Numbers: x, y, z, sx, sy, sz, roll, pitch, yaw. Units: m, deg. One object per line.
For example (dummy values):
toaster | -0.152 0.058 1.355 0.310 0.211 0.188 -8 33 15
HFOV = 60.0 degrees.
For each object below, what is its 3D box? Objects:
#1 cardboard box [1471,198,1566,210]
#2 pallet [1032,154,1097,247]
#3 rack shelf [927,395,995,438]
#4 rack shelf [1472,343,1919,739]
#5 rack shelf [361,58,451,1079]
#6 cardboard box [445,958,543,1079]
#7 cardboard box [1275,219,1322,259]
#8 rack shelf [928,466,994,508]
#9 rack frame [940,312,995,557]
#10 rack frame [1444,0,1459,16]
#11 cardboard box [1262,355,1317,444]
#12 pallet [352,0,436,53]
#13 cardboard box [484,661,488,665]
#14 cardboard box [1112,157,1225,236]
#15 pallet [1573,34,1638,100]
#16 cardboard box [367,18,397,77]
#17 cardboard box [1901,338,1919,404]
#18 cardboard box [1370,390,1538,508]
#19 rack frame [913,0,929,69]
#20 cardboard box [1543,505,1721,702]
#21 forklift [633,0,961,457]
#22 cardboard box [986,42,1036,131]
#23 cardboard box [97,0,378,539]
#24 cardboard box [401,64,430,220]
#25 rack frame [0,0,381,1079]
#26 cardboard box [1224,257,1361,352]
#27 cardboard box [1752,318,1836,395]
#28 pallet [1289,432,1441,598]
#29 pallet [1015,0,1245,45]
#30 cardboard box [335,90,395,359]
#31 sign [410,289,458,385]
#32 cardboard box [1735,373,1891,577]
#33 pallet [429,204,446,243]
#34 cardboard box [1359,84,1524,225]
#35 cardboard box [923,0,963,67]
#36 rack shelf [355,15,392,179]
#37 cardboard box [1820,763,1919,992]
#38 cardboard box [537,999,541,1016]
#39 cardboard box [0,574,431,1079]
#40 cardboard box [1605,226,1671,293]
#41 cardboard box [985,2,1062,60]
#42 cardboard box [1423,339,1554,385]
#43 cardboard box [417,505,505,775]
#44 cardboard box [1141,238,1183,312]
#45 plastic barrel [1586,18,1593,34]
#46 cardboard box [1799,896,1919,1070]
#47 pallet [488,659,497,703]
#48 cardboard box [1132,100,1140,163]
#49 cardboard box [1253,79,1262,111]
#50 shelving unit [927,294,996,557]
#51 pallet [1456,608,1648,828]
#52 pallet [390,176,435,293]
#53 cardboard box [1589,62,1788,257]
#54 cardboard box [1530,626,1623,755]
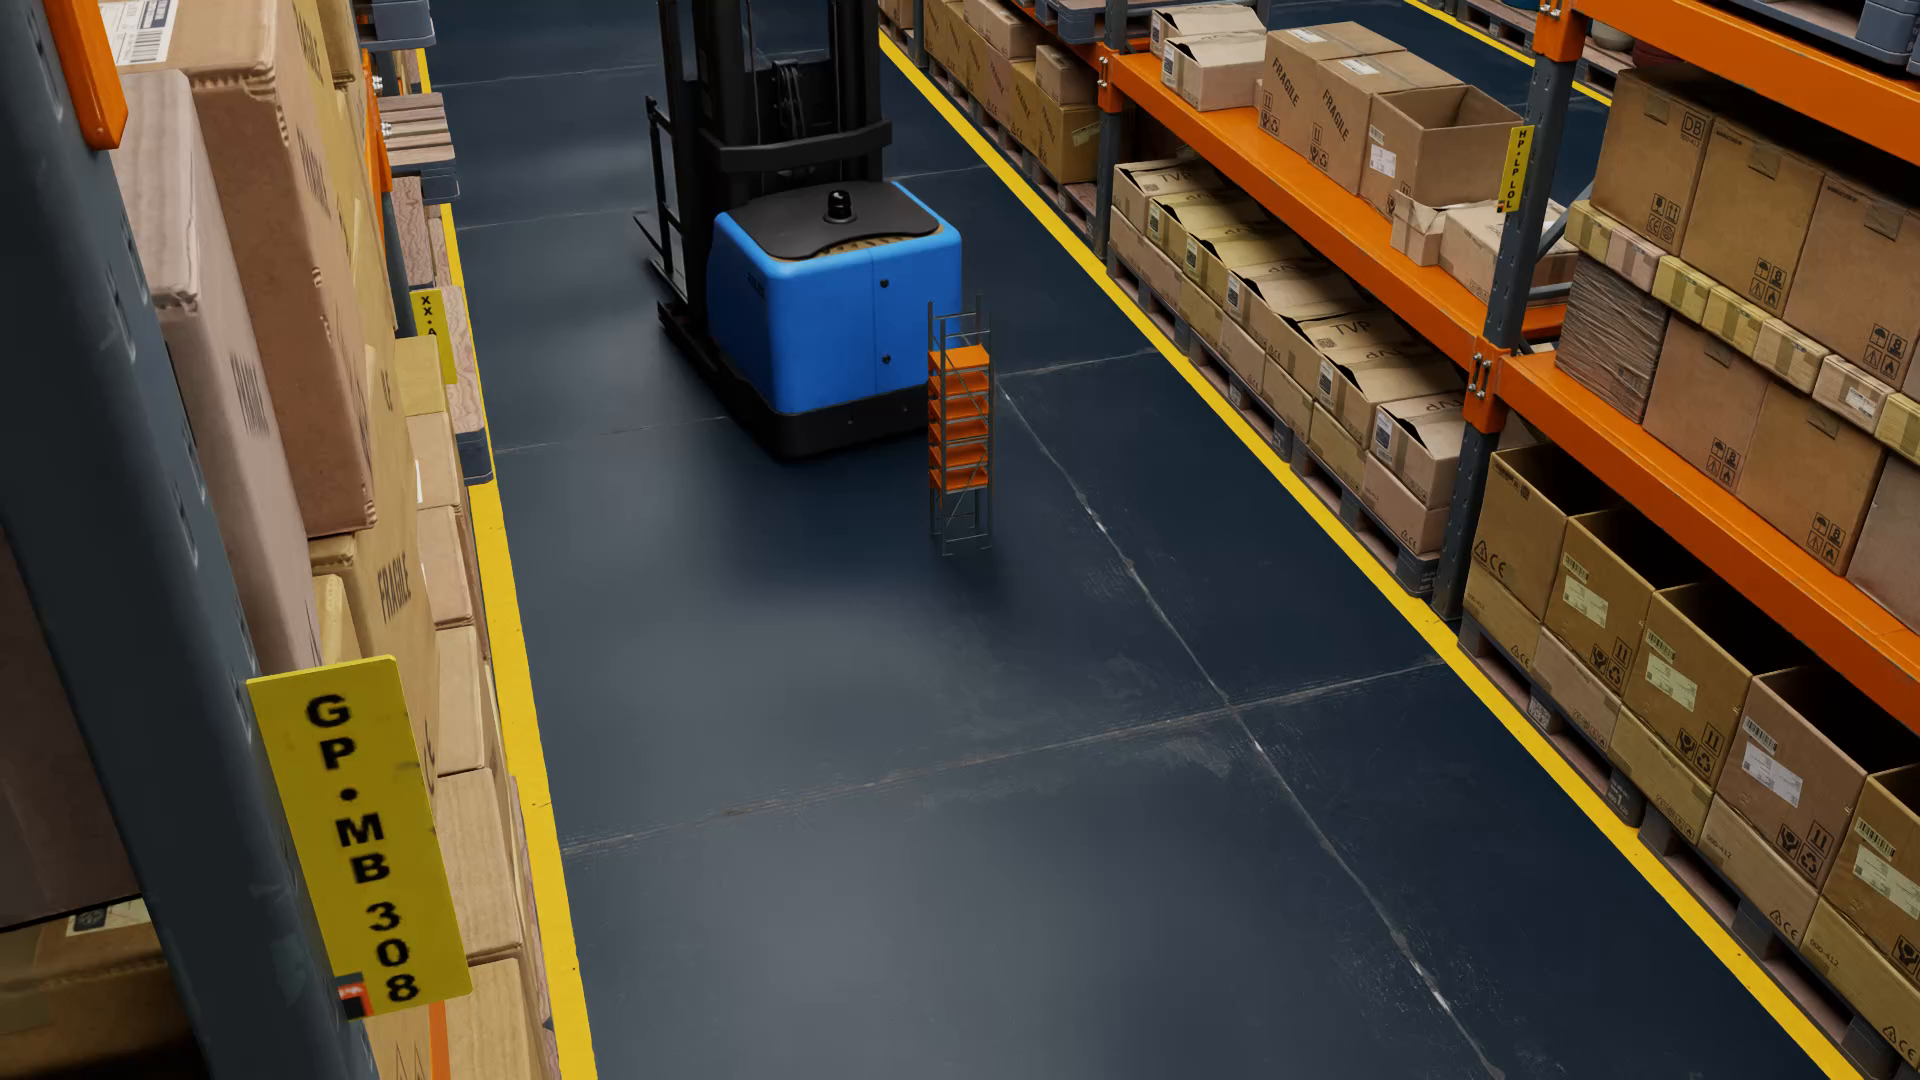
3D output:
cardboard box | 2.481 -1.402 7.378 0.380 0.149 0.250 -10 35 -15
pallet | 1.145 -2.342 11.103 1.003 0.211 1.213 -10 35 -15
rack shelf | 0.004 -0.556 7.366 0.258 0.103 0.180 -10 35 -15
rack shelf | 3.167 0.343 5.162 1.077 0.370 4.000 -10 35 -15
rack shelf | -1.550 -0.073 3.072 1.077 0.370 4.000 -10 35 -15
cardboard box | -0.941 1.107 2.791 0.500 0.500 0.500 -10 35 -15
cardboard box | 2.047 -1.598 9.052 0.500 0.311 0.500 -10 35 -15
rack shelf | 0.004 -0.256 7.565 0.258 0.103 0.180 -10 35 -15
rack frame | 0.032 -0.445 7.335 0.240 1.200 0.006 -10 35 -15
rack frame | 4.835 -6.038 14.167 1.000 3.000 0.127 -10 35 -15
cardboard box | 1.845 -0.738 8.260 0.500 0.250 0.500 -9 35 -14
pallet | -2.247 -1.687 5.032 1.213 0.211 1.003 -10 35 -15
cardboard box | -1.583 0.343 4.628 0.500 0.250 0.500 -10 35 -15
cardboard box | 1.216 -2.045 9.728 0.500 0.311 0.500 -9 34 -13
pallet | 5.406 -3.821 13.341 1.003 0.211 1.213 -10 35 -15
cardboard box | -3.285 -2.744 8.803 0.500 0.500 0.500 -9 35 -13
cardboard box | 3.157 -0.567 4.621 0.700 0.500 0.500 -10 35 -15
cardboard box | 2.160 -0.433 7.289 0.500 0.311 0.500 -10 35 -15
rack frame | 0.116 -5.207 12.909 1.000 3.000 0.127 -10 35 -15
cardboard box | 2.560 0.210 6.145 0.500 0.500 0.500 -10 35 -15
forklift | -1.082 -2.429 8.767 1.130 2.935 3.031 -15 36 -22
cardboard box | 0.504 -3.245 11.809 0.500 0.500 0.500 -11 35 -17
cardboard box | -0.931 -0.305 1.755 0.500 0.500 0.500 -10 35 -15
cardboard box | -3.741 -2.419 10.260 0.750 0.750 0.750 -10 35 -15
rack frame | -0.937 -0.575 0.458 0.949 2.616 0.053 -10 35 -15
cardboard box | 1.695 -1.232 8.499 0.500 0.311 0.500 -10 35 -15
cardboard box | 2.767 -0.609 5.272 0.380 0.149 0.250 -11 35 -16
pallet | 2.295 -0.224 7.897 1.003 0.211 1.213 -10 35 -15
pallet | 1.063 -3.371 10.305 1.213 0.211 1.003 -10 35 -15
cardboard box | -1.280 -0.429 2.848 0.500 0.500 0.500 -8 34 -12
sign | -1.646 -0.628 5.195 0.100 0.325 0.005 -10 35 -15
cardboard box | 3.014 -0.277 5.357 0.700 0.500 0.500 -10 35 -14
pallet | -3.917 -2.175 10.849 1.003 0.211 1.213 -10 35 -15
cardboard box | 2.177 -1.731 7.558 0.500 0.500 0.500 -8 34 -11
cardboard box | 0.032 -4.053 13.031 0.500 0.500 0.500 -12 35 -17
rack shelf | -2.770 -2.173 6.250 1.077 0.370 4.000 -10 35 -15
cardboard box | 3.011 0.998 4.951 0.500 0.500 0.500 -10 35 -15
cardboard box | -1.108 1.134 3.431 0.500 0.250 0.500 -11 35 -15
cardboard box | -0.804 0.409 1.580 0.500 0.500 0.500 -9 35 -13
cardboard box | 2.531 -1.014 5.884 0.380 0.149 0.250 -10 35 -14
cardboard box | 0.490 -3.577 11.631 0.500 0.250 0.500 -11 35 -16
cardboard box | 2.520 -0.791 7.831 0.500 0.311 0.500 -10 35 -15
cardboard box | -1.420 0.293 4.023 0.500 0.500 0.500 -11 35 -16
cardboard box | 1.371 -1.547 9.483 0.500 0.250 0.500 -11 35 -16
plastic barrel | 5.200 -4.678 13.630 0.600 0.901 0.708 -10 35 -15
cardboard box | 3.013 1.311 5.159 0.500 0.250 0.500 -10 35 -15
pallet | -2.399 0.583 6.676 1.003 0.211 1.213 -10 35 -15
cardboard box | 1.305 -2.809 11.148 0.500 0.500 0.500 -11 35 -16
cardboard box | 1.779 -2.342 8.801 0.380 0.149 0.250 -8 34 -11
shelving unit | 0.004 -0.493 7.408 0.258 1.200 0.189 -10 35 -15
pallet | 2.759 0.581 6.679 1.003 0.211 1.213 -10 35 -15
pallet | -2.737 -1.160 6.958 1.003 0.211 1.213 -10 35 -15
cardboard box | 2.698 -1.358 5.817 0.700 0.500 0.500 -10 35 -15
cardboard box | 2.557 0.523 6.351 0.500 0.250 0.500 -10 35 -15
